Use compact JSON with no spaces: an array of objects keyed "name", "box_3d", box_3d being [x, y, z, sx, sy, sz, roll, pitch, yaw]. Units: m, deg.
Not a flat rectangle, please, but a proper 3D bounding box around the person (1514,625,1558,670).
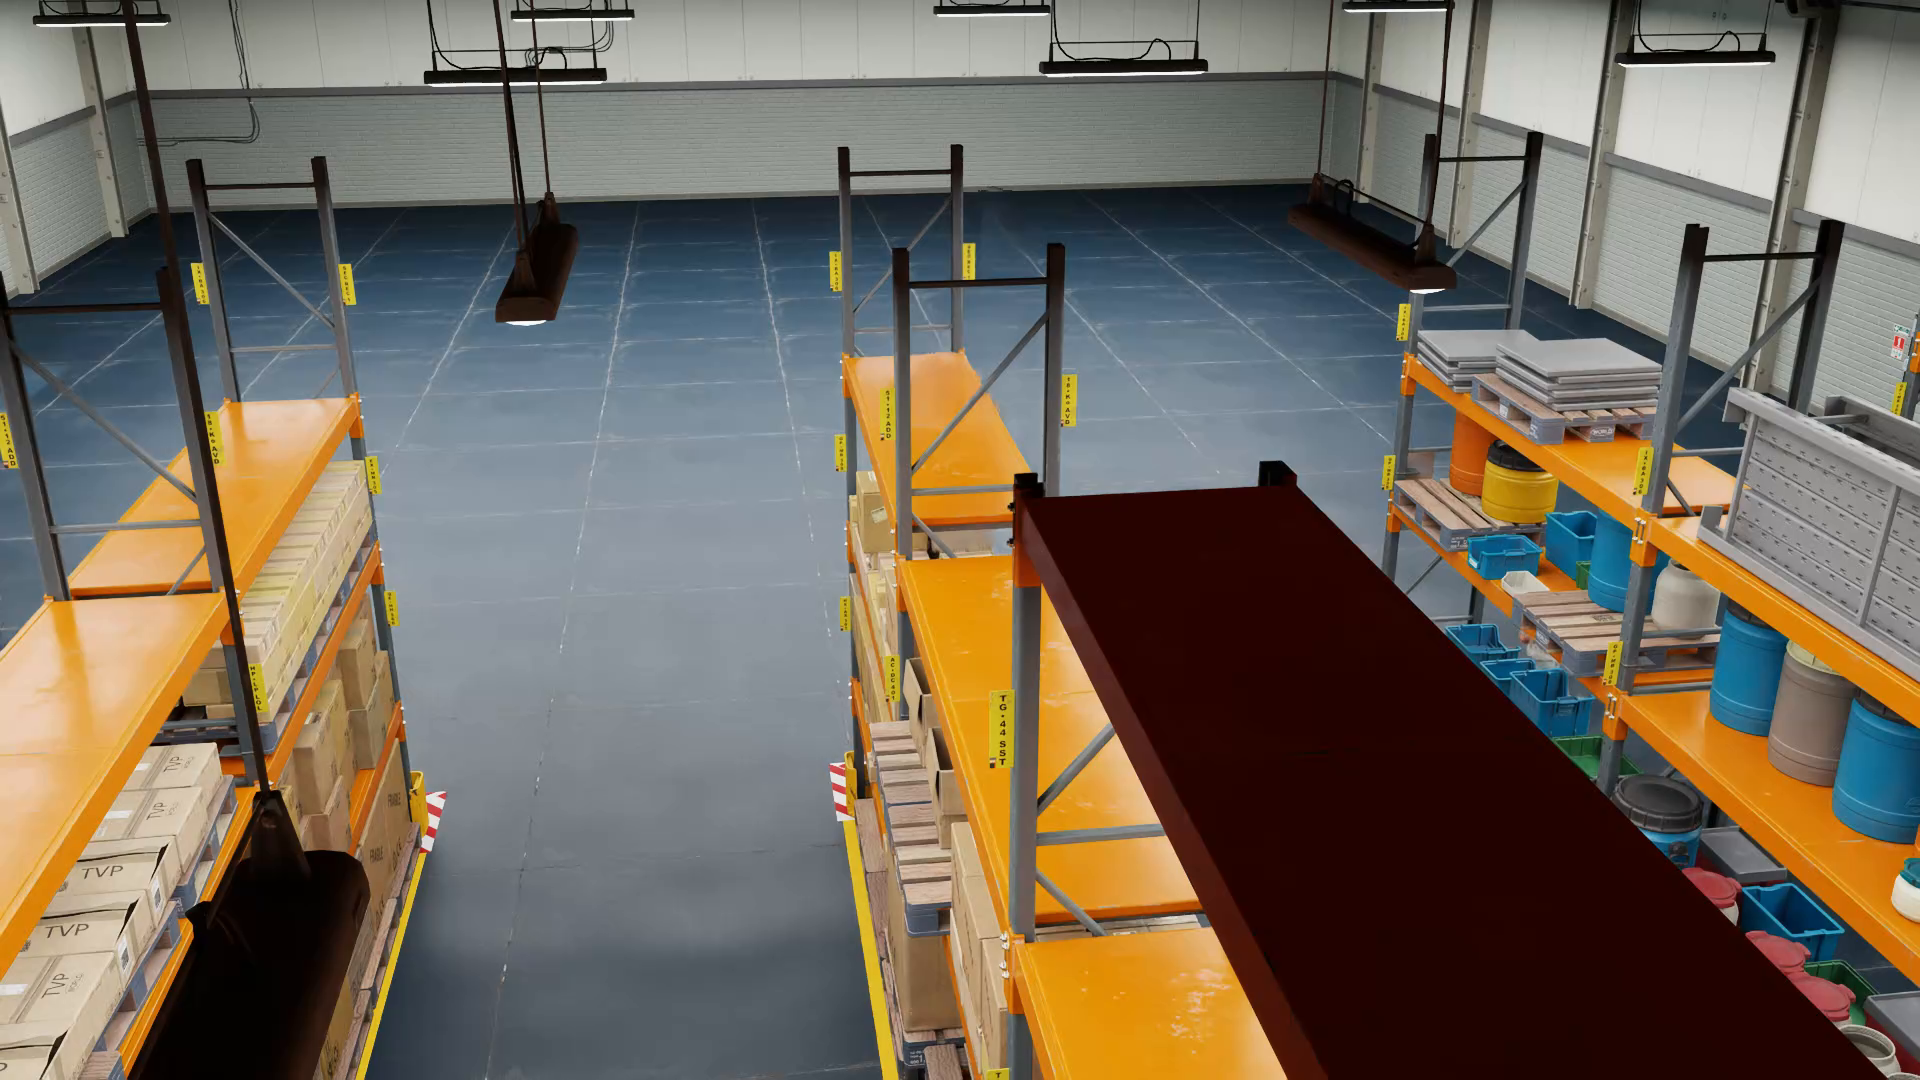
[{"name":"person","box_3d":[5.735,1.146,16.344,0.673,1.799,0.888,-18,28,-37]}]
